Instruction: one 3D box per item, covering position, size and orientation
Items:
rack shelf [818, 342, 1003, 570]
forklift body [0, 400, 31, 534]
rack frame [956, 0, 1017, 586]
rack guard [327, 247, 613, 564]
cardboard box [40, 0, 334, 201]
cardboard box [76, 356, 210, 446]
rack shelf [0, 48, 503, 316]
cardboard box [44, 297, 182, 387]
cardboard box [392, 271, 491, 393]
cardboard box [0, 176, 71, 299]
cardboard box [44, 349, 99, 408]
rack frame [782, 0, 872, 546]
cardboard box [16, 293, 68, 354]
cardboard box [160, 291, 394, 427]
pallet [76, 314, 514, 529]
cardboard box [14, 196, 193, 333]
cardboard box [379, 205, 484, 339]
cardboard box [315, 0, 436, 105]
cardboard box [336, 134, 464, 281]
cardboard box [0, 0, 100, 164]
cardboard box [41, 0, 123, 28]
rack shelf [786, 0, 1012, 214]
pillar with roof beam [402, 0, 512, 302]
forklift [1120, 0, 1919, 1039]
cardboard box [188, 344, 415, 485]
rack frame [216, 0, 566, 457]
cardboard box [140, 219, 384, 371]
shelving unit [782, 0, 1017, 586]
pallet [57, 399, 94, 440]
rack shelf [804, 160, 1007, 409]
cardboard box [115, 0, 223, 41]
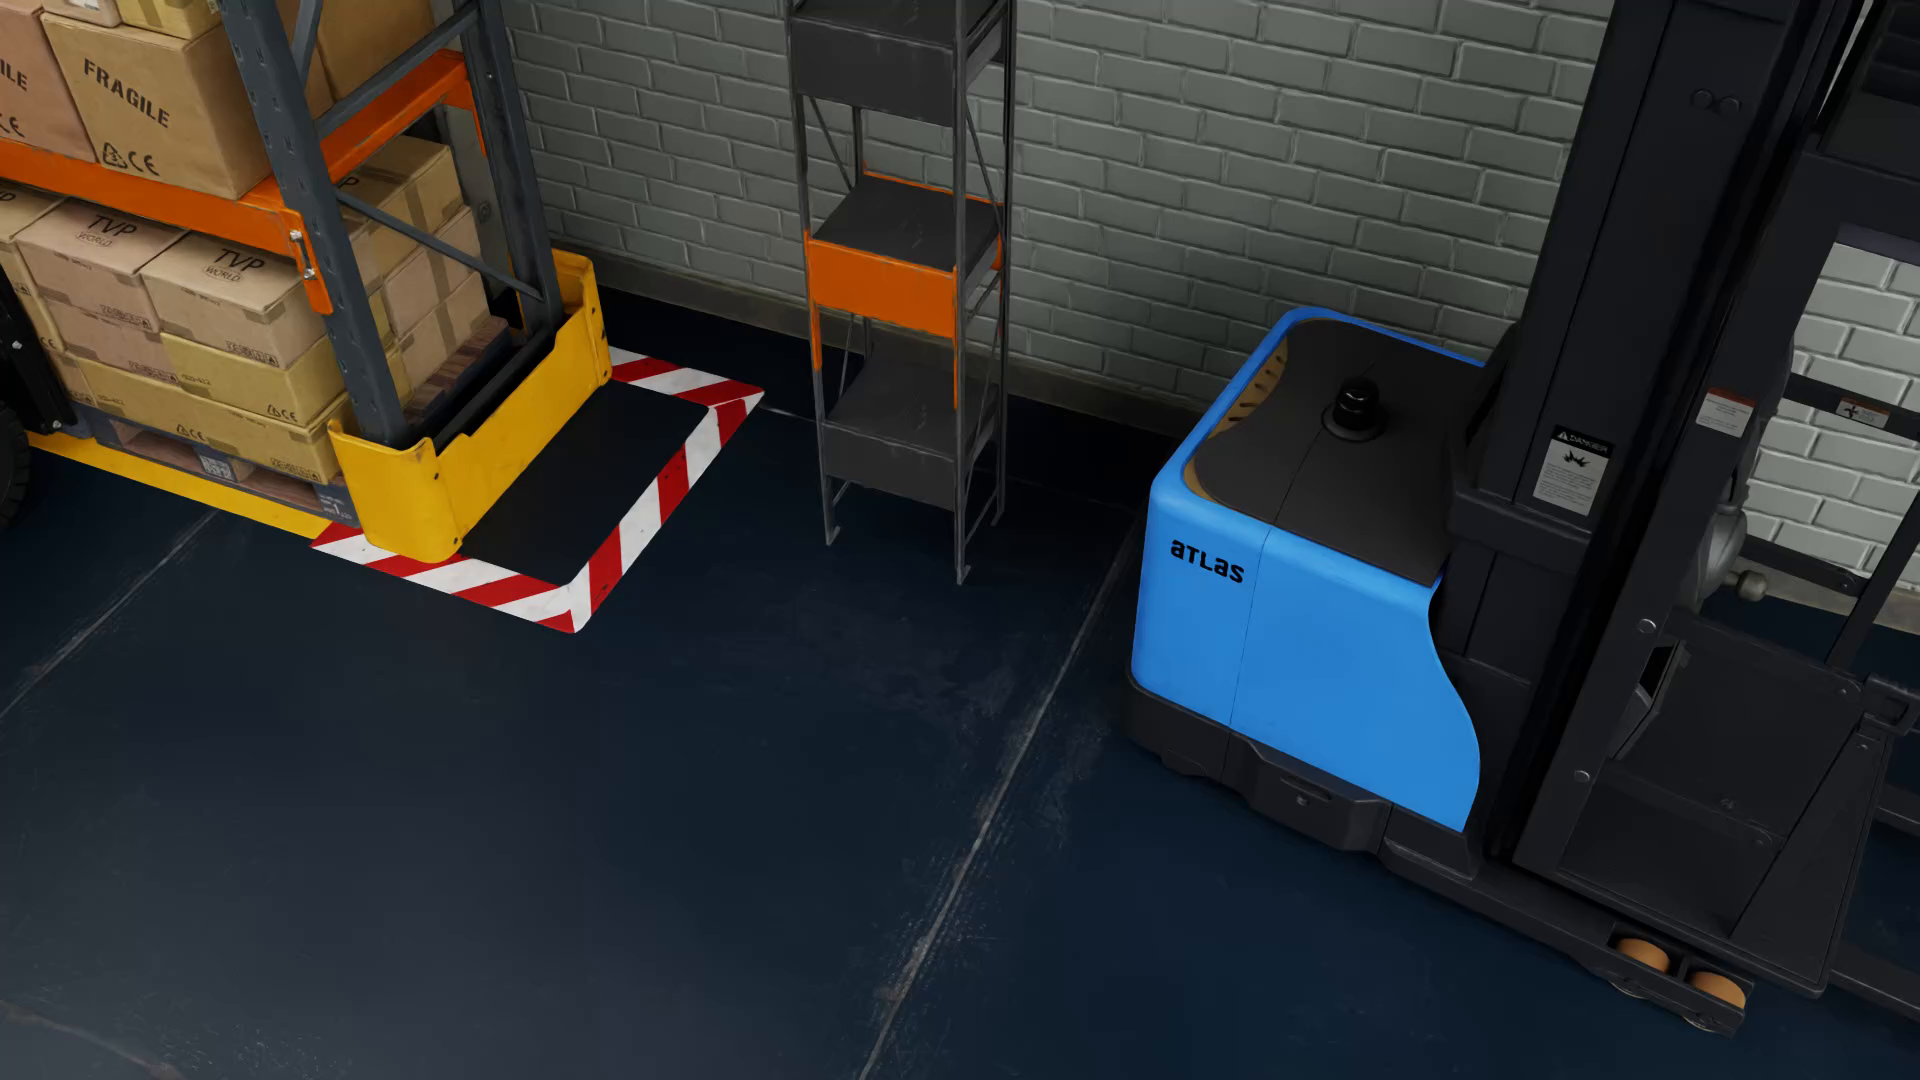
[{"bbox_3d":[-0.153,-0.283,5.558,0.480,0.518,0.431,16,47,16],"label":"rack shelf"},{"bbox_3d":[-4.173,-0.429,4.656,1.214,2.155,2.313,16,47,16],"label":"forklift body"},{"bbox_3d":[0.072,-0.723,4.988,0.015,2.100,0.400,16,47,16],"label":"rack frame"},{"bbox_3d":[-1.698,-0.510,5.908,0.348,0.500,1.175,16,47,16],"label":"rack guard"},{"bbox_3d":[-2.276,-1.400,4.960,0.500,0.500,0.500,15,47,15],"label":"cardboard box"},{"bbox_3d":[-2.731,-0.640,5.918,0.500,0.250,0.500,16,47,16],"label":"cardboard box"},{"bbox_3d":[-3.566,-1.690,5.832,4.000,0.370,1.077,16,47,16],"label":"rack shelf"},{"bbox_3d":[-2.749,-0.826,5.750,0.500,0.250,0.500,16,47,15],"label":"cardboard box"},{"bbox_3d":[-2.099,-0.837,6.116,0.500,0.250,0.500,17,47,16],"label":"cardboard box"},{"bbox_3d":[-3.209,-1.118,5.690,0.500,0.250,0.500,17,47,16],"label":"cardboard box"},{"bbox_3d":[-3.189,-0.781,6.060,0.500,0.250,0.500,17,47,16],"label":"cardboard box"},{"bbox_3d":[-0.378,-0.856,5.121,0.015,2.100,0.400,16,47,16],"label":"rack frame"},{"bbox_3d":[-3.233,-0.952,5.877,0.500,0.250,0.500,15,47,15],"label":"cardboard box"},{"bbox_3d":[-2.290,-0.682,5.606,0.500,0.250,0.500,16,47,15],"label":"cardboard box"},{"bbox_3d":[-2.442,-0.594,6.197,1.213,0.211,1.003,16,47,16],"label":"pallet"},{"bbox_3d":[-2.739,-0.988,5.559,0.500,0.250,0.500,17,47,17],"label":"cardboard box"},{"bbox_3d":[-2.074,-1.017,5.942,0.500,0.250,0.500,17,47,17],"label":"cardboard box"},{"bbox_3d":[-2.071,-1.753,5.314,0.500,0.500,0.500,18,48,17],"label":"cardboard box"},{"bbox_3d":[-2.091,-1.185,5.757,0.500,0.250,0.500,16,47,15],"label":"cardboard box"},{"bbox_3d":[-2.751,-1.547,5.108,0.500,0.500,0.500,18,48,17],"label":"cardboard box"},{"bbox_3d":[-2.396,-1.629,4.730,0.250,0.149,0.380,17,47,16],"label":"cardboard box"},{"bbox_3d":[-0.153,-1.276,4.570,0.480,0.518,0.431,16,47,16],"label":"rack shelf"},{"bbox_3d":[-3.674,-1.502,0.880,0.400,9.000,9.100,16,47,16],"label":"pillar with roof beam"},{"bbox_3d":[2.015,-0.162,3.835,3.031,2.935,1.130,24,49,22],"label":"forklift"},{"bbox_3d":[-2.276,-0.498,5.776,0.500,0.250,0.500,17,47,16],"label":"cardboard box"},{"bbox_3d":[-1.720,-1.402,5.033,0.127,3.000,1.000,16,47,16],"label":"rack frame"},{"bbox_3d":[-2.266,-0.853,5.423,0.500,0.250,0.500,18,48,17],"label":"cardboard box"},{"bbox_3d":[-0.153,-0.789,5.055,0.503,2.100,0.431,16,47,16],"label":"shelving unit"},{"bbox_3d":[-3.564,-0.927,6.531,1.213,0.211,1.003,16,47,16],"label":"pallet"},{"bbox_3d":[-0.153,-0.780,5.064,0.480,0.518,0.431,16,47,16],"label":"rack shelf"},{"bbox_3d":[-2.148,-1.579,4.680,0.250,0.149,0.380,17,47,16],"label":"cardboard box"}]
